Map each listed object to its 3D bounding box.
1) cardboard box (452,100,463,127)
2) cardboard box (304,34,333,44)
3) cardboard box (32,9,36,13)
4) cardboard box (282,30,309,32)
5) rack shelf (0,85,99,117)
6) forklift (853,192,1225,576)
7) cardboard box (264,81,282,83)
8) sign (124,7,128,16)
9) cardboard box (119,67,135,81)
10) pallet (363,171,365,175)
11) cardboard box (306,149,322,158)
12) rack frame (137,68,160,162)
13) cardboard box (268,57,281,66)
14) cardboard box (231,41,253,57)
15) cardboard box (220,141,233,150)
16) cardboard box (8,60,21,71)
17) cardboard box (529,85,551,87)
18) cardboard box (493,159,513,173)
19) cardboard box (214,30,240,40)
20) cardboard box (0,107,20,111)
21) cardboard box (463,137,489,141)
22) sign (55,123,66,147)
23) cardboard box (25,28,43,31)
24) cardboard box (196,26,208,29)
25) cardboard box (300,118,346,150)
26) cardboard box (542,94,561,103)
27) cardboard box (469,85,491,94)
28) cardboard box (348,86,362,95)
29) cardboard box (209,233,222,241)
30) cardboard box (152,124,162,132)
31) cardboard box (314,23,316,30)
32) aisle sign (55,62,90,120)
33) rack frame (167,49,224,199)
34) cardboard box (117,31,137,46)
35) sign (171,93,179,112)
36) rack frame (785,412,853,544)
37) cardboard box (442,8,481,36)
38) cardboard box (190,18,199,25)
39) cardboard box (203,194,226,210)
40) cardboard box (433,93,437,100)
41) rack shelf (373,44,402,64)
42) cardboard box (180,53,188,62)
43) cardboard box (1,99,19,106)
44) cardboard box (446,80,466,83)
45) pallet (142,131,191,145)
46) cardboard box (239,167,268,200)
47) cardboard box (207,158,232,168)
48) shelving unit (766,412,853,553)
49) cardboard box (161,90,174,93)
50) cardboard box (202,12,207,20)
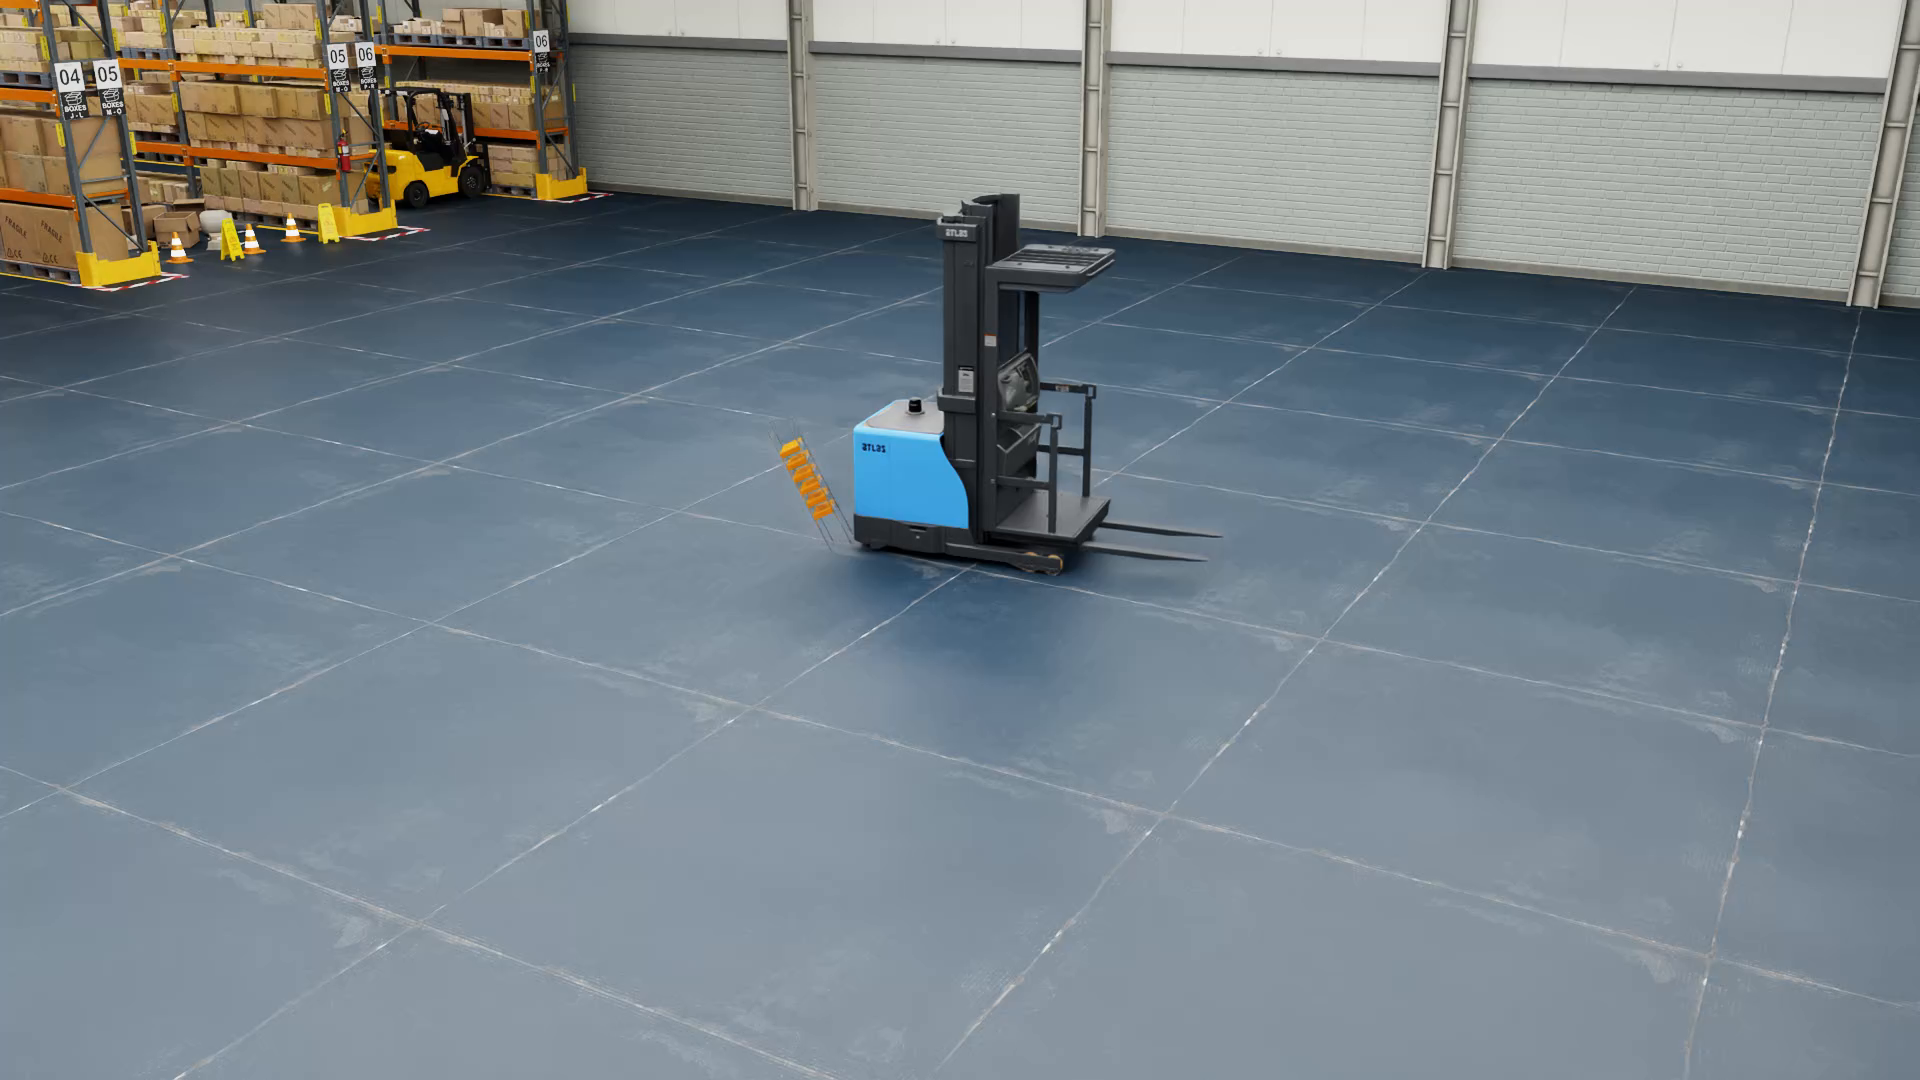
[{"bbox_3d":[-9.912,-8.647,33.657,0.500,0.500,0.500,11,23,28],"label":"cardboard box"},{"bbox_3d":[-10.871,-8.499,28.195,0.250,0.149,0.380,11,23,28],"label":"cardboard box"},{"bbox_3d":[-21.718,-12.568,39.267,0.500,0.250,0.500,11,22,27],"label":"cardboard box"},{"bbox_3d":[-11.693,-8.892,29.279,0.250,0.149,0.380,11,23,29],"label":"cardboard box"},{"bbox_3d":[-14.504,-6.778,25.307,4.000,0.370,1.077,11,23,27],"label":"rack shelf"},{"bbox_3d":[0.669,-1.290,13.623,3.031,2.935,1.130,7,21,19],"label":"forklift"},{"bbox_3d":[-14.864,-9.883,36.115,0.250,0.149,0.380,12,23,29],"label":"cardboard box"},{"bbox_3d":[-18.749,-11.828,37.416,0.005,0.325,0.100,11,23,27],"label":"sign"},{"bbox_3d":[-19.661,-11.086,39.212,0.500,0.500,0.500,10,22,26],"label":"cardboard box"},{"bbox_3d":[-12.169,-7.807,35.578,1.213,0.211,1.003,11,23,27],"label":"pallet"},{"bbox_3d":[-11.138,-6.753,28.951,0.250,0.149,0.380,10,22,27],"label":"cardboard box"},{"bbox_3d":[-18.491,-10.337,38.464,0.127,3.000,1.000,11,23,27],"label":"rack frame"},{"bbox_3d":[-11.758,-8.307,28.836,0.250,0.149,0.380,11,22,27],"label":"cardboard box"},{"bbox_3d":[-12.346,-8.600,29.059,0.500,0.250,0.500,11,23,28],"label":"cardboard box"},{"bbox_3d":[-13.114,-7.150,30.044,0.250,0.149,0.380,12,23,29],"label":"cardboard box"},{"bbox_3d":[-13.658,-6.948,24.329,0.250,0.149,0.380,11,23,28],"label":"cardboard box"},{"bbox_3d":[-8.405,-9.016,33.287,0.250,0.149,0.380,12,23,29],"label":"cardboard box"},{"bbox_3d":[-9.025,-7.556,33.480,0.500,0.250,0.500,11,22,27],"label":"cardboard box"},{"bbox_3d":[-12.883,-8.887,29.266,0.250,0.149,0.380,10,22,26],"label":"cardboard box"},{"bbox_3d":[-15.003,-6.357,25.688,0.550,0.550,0.875,11,23,27],"label":"cardboard box"},{"bbox_3d":[-10.098,-8.190,34.494,0.500,0.250,0.500,11,23,28],"label":"cardboard box"},{"bbox_3d":[-13.035,-5.869,24.102,0.005,0.325,0.100,11,23,27],"label":"sign"},{"bbox_3d":[-13.781,-7.604,24.966,0.250,0.149,0.380,10,22,26],"label":"cardboard box"},{"bbox_3d":[-16.441,-11.191,36.640,0.500,0.250,0.500,11,23,27],"label":"cardboard box"},{"bbox_3d":[-11.040,-7.059,28.842,0.500,0.500,0.500,10,22,26],"label":"cardboard box"},{"bbox_3d":[-8.184,-8.827,33.203,0.250,0.149,0.380,10,22,26],"label":"cardboard box"},{"bbox_3d":[-9.593,-9.013,33.278,0.250,0.149,0.380,11,23,28],"label":"cardboard box"},{"bbox_3d":[-12.630,-9.448,34.914,0.250,0.149,0.380,10,22,26],"label":"cardboard box"},{"bbox_3d":[-12.561,-5.140,28.316,0.380,0.149,0.250,-11,23,-29],"label":"cardboard box"},{"bbox_3d":[-14.730,-7.660,30.837,0.250,0.149,0.380,10,22,26],"label":"cardboard box"},{"bbox_3d":[-13.288,-10.764,34.848,0.250,0.149,0.380,10,22,27],"label":"cardboard box"},{"bbox_3d":[-12.842,-6.494,24.057,0.004,0.787,0.394,11,23,27],"label":"aisle sign"},{"bbox_3d":[-13.924,-7.529,30.721,0.127,3.000,1.000,11,23,27],"label":"rack frame"},{"bbox_3d":[-15.389,-9.290,30.783,0.500,0.250,0.500,11,23,28],"label":"cardboard box"},{"bbox_3d":[-14.192,-7.907,30.067,0.005,0.325,0.100,11,23,27],"label":"sign"},{"bbox_3d":[-1.175,-0.519,13.966,0.006,1.200,0.240,-24,18,9],"label":"rack frame"},{"bbox_3d":[-9.857,-10.355,33.199,0.637,0.503,0.797,12,23,29],"label":"cardboard box"},{"bbox_3d":[-17.070,-11.458,36.760,0.250,0.149,0.380,11,23,28],"label":"cardboard box"},{"bbox_3d":[-13.541,-6.255,30.626,0.500,0.250,0.500,10,22,25],"label":"cardboard box"},{"bbox_3d":[-10.481,-9.043,33.797,0.250,0.149,0.380,11,22,27],"label":"cardboard box"},{"bbox_3d":[-13.253,-10.411,35.325,4.000,0.370,1.077,11,23,27],"label":"rack shelf"},{"bbox_3d":[-13.770,-8.695,29.905,0.250,0.149,0.380,10,22,26],"label":"cardboard box"},{"bbox_3d":[-18.447,-8.802,32.618,0.500,0.500,0.500,11,23,28],"label":"cardboard box"},{"bbox_3d":[-10.395,-9.419,34.397,0.250,0.149,0.380,10,22,26],"label":"cardboard box"},{"bbox_3d":[-14.520,-7.609,31.224,1.213,0.211,1.003,11,23,27],"label":"pallet"},{"bbox_3d":[-12.616,-6.435,30.024,0.500,0.500,0.500,12,23,30],"label":"cardboard box"},{"bbox_3d":[-13.461,-6.874,30.281,0.250,0.149,0.380,11,23,28],"label":"cardboard box"},{"bbox_3d":[-1.257,-0.483,13.981,0.189,1.200,0.258,-24,18,9],"label":"shelving unit"},{"bbox_3d":[-15.056,-8.246,31.499,0.500,0.500,0.500,11,22,27],"label":"cardboard box"},{"bbox_3d":[-16.355,-11.483,36.422,0.250,0.149,0.380,10,22,26],"label":"cardboard box"}]
